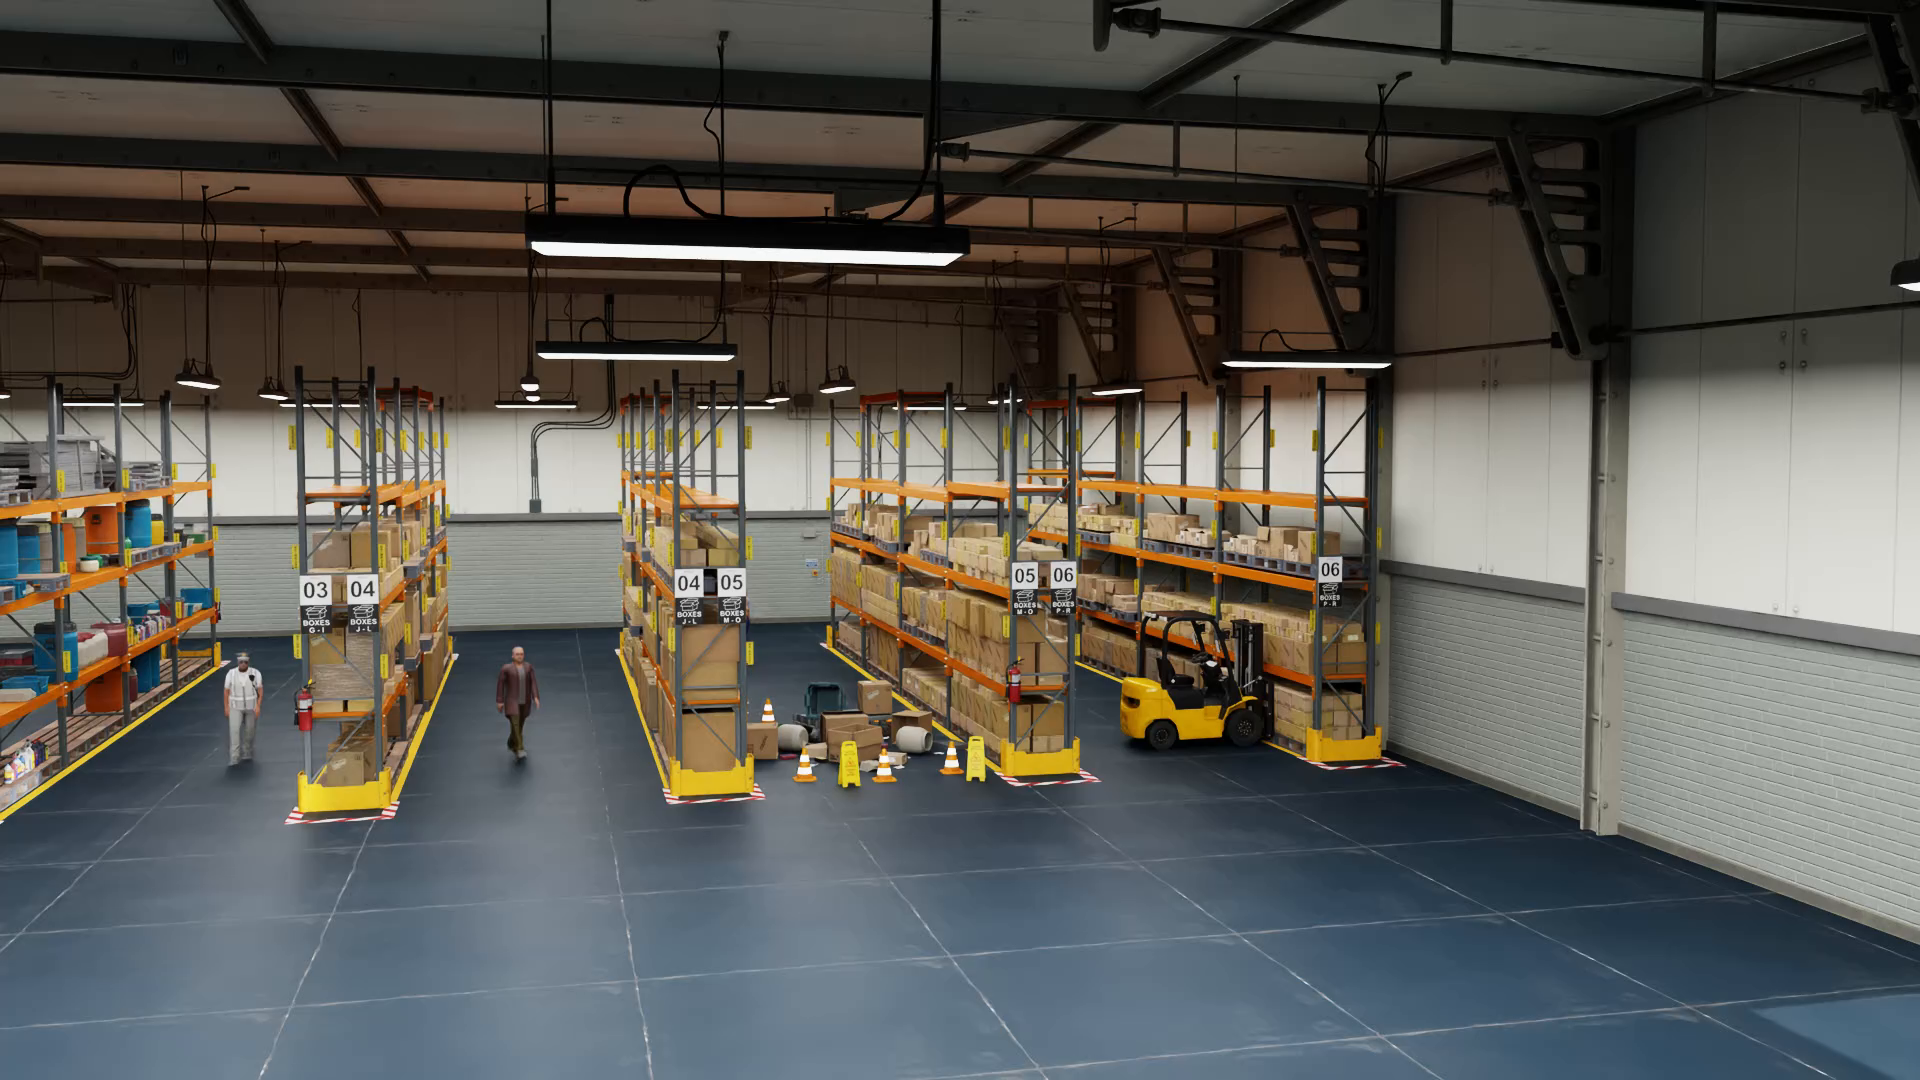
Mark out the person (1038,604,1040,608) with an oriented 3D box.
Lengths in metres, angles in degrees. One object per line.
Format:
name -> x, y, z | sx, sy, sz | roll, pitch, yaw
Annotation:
person -> 1.613, 1.980, 36.759 | 0.460, 1.663, 0.536 | 2, 4, 35

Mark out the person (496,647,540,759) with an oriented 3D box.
person -> -6.931, 2.548, 26.196 | 0.610, 1.728, 1.105 | -3, 5, -43

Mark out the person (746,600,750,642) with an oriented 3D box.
person -> -5.009, 1.936, 38.123 | 0.412, 1.712, 0.521 | 2, 4, 34

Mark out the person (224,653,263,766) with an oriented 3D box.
person -> -11.085, 2.588, 25.729 | 0.574, 1.706, 0.992 | -2, 4, -31
